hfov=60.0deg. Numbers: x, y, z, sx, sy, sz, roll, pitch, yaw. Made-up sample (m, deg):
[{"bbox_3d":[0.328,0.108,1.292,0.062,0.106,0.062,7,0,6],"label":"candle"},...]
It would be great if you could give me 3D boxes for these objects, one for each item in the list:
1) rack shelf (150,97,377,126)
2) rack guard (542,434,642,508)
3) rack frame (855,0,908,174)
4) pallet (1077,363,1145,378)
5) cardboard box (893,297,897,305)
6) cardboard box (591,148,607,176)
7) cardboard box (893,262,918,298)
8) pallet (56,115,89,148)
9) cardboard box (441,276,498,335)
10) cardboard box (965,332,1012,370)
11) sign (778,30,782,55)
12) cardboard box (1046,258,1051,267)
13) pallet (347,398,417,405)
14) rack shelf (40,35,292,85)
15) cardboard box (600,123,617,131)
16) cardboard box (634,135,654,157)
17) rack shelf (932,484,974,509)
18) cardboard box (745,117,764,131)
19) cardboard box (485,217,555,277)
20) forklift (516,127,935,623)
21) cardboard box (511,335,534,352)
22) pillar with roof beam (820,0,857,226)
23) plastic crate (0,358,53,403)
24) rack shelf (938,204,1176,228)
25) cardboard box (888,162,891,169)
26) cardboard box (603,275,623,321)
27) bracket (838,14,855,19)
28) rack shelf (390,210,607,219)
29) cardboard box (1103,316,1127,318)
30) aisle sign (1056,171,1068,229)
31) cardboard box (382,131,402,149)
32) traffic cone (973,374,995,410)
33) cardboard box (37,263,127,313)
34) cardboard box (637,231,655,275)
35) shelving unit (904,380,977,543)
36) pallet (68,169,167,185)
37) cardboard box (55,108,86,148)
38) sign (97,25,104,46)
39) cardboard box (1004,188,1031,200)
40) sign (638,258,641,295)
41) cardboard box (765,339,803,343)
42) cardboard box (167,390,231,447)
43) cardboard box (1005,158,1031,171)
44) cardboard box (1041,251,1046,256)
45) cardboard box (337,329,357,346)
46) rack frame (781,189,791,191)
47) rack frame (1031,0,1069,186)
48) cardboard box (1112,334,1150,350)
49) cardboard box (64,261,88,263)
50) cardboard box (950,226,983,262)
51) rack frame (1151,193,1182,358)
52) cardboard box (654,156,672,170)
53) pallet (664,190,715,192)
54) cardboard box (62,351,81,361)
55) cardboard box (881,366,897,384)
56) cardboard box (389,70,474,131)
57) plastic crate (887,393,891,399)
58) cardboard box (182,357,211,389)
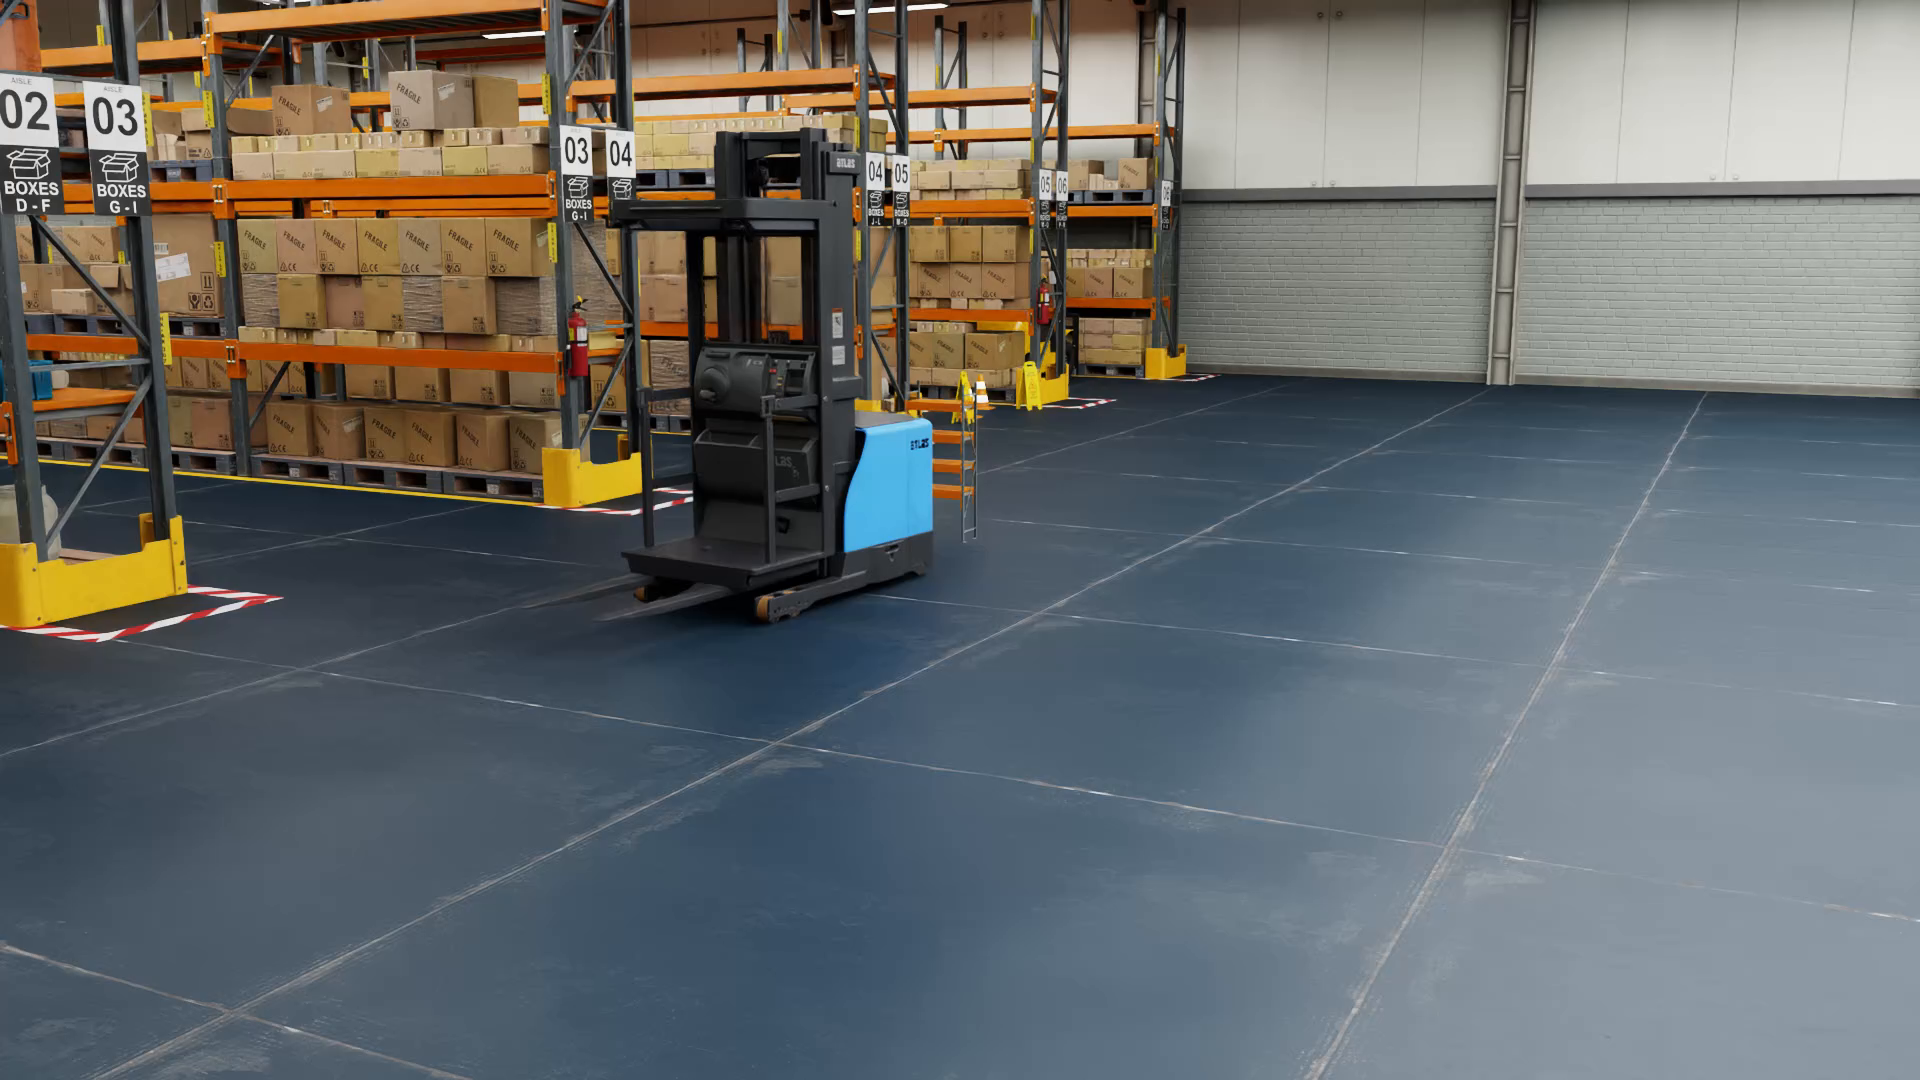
[{"bbox_3d":[-9.828,-5.824,22.784,4.000,0.370,1.077,5,11,26],"label":"rack shelf"},{"bbox_3d":[-3.214,-0.626,14.788,0.348,0.500,1.175,5,11,26],"label":"rack guard"},{"bbox_3d":[-0.861,-5.587,18.331,0.127,3.000,1.000,5,11,26],"label":"rack frame"},{"bbox_3d":[2.728,-2.908,28.203,1.213,0.211,1.003,5,11,26],"label":"pallet"},{"bbox_3d":[-0.826,-3.431,23.971,0.250,0.149,0.380,5,11,26],"label":"cardboard box"},{"bbox_3d":[-3.464,-3.332,14.716,0.500,0.250,0.500,5,12,28],"label":"cardboard box"},{"bbox_3d":[-0.710,-3.751,23.915,0.500,0.500,0.500,5,11,26],"label":"cardboard box"},{"bbox_3d":[-6.036,-2.523,10.358,1.213,0.211,1.003,5,11,26],"label":"pallet"},{"bbox_3d":[-4.128,-2.114,14.872,0.500,0.500,0.875,5,11,26],"label":"cardboard box"},{"bbox_3d":[0.405,-2.677,23.537,0.500,0.500,0.500,5,11,26],"label":"cardboard box"},{"bbox_3d":[-2.589,-7.149,23.895,0.005,0.325,0.100,5,11,26],"label":"sign"},{"bbox_3d":[1.652,-4.708,28.221,0.250,0.149,0.380,5,11,25],"label":"cardboard box"},{"bbox_3d":[-7.361,-1.819,22.187,1.213,0.211,1.003,5,11,26],"label":"pallet"},{"bbox_3d":[-8.527,-4.725,16.710,4.000,0.370,1.077,5,11,26],"label":"rack shelf"},{"bbox_3d":[-4.042,-4.848,19.676,0.250,0.149,0.380,5,11,25],"label":"cardboard box"},{"bbox_3d":[-3.680,-4.632,19.602,0.500,0.250,0.500,5,11,25],"label":"cardboard box"},{"bbox_3d":[-0.148,-0.342,12.743,0.480,0.148,0.258,5,11,26],"label":"rack shelf"},{"bbox_3d":[-2.222,-4.688,18.793,0.250,0.149,0.380,5,11,26],"label":"cardboard box"},{"bbox_3d":[-3.749,-2.542,14.429,0.500,0.500,0.500,5,11,26],"label":"cardboard box"},{"bbox_3d":[-1.403,-1.039,10.241,1.130,2.935,3.031,7,12,33],"label":"forklift"},{"bbox_3d":[-3.717,-1.736,14.606,0.250,0.149,0.380,5,11,26],"label":"cardboard box"},{"bbox_3d":[-4.079,-7.162,27.037,0.548,9.000,9.100,5,11,26],"label":"pillar with roof beam"},{"bbox_3d":[-5.919,-0.978,10.128,0.616,0.251,0.499,5,11,26],"label":"plastic crate"},{"bbox_3d":[1.638,-5.506,28.327,4.000,0.370,1.077,5,11,26],"label":"rack shelf"},{"bbox_3d":[-1.018,-5.322,23.759,0.250,0.149,0.380,5,11,25],"label":"cardboard box"},{"bbox_3d":[-4.112,-2.997,20.443,0.550,0.550,0.875,5,11,26],"label":"cardboard box"},{"bbox_3d":[-1.959,-9.532,30.021,0.430,0.232,0.235,5,11,26],"label":"bracket"},{"bbox_3d":[-7.729,-5.343,27.428,4.000,0.370,1.077,5,11,26],"label":"rack shelf"},{"bbox_3d":[2.635,-3.679,28.368,0.500,0.250,0.500,5,11,26],"label":"cardboard box"},{"bbox_3d":[1.432,-4.757,23.292,0.004,0.787,0.394,5,11,26],"label":"aisle sign"},{"bbox_3d":[-4.922,-3.554,14.822,0.250,0.149,0.380,4,11,23],"label":"cardboard box"},{"bbox_3d":[0.283,-2.013,22.552,0.334,0.463,0.336,5,11,26],"label":"traffic cone"},{"bbox_3d":[-9.273,-2.673,17.614,0.500,0.500,0.700,7,12,34],"label":"cardboard box"},{"bbox_3d":[-3.587,-3.496,20.169,0.550,0.550,0.875,5,11,26],"label":"cardboard box"},{"bbox_3d":[-0.148,-0.603,12.695,0.503,1.200,0.258,5,11,26],"label":"shelving unit"},{"bbox_3d":[-8.171,-3.696,16.835,1.003,0.211,1.213,5,11,26],"label":"pallet"},{"bbox_3d":[-9.105,-4.095,16.826,0.500,0.500,0.500,5,11,24],"label":"cardboard box"},{"bbox_3d":[-11.879,-6.946,22.994,0.005,0.325,0.100,5,11,26],"label":"sign"},{"bbox_3d":[0.795,-4.769,22.941,0.250,0.149,0.380,5,11,26],"label":"cardboard box"},{"bbox_3d":[-2.906,-2.363,14.934,0.005,0.325,0.100,5,11,26],"label":"sign"},{"bbox_3d":[-2.288,-1.908,19.635,0.875,0.875,0.875,5,11,25],"label":"cardboard box"},{"bbox_3d":[-7.694,-1.245,16.968,0.500,0.500,0.700,5,11,25],"label":"cardboard box"},{"bbox_3d":[0.805,-5.157,22.848,0.250,0.149,0.380,5,11,26],"label":"cardboard box"},{"bbox_3d":[1.421,-4.878,28.323,0.250,0.149,0.380,5,11,26],"label":"cardboard box"},{"bbox_3d":[-5.541,-1.883,15.414,0.250,0.149,0.380,5,11,26],"label":"cardboard box"},{"bbox_3d":[-2.348,-3.748,25.019,0.127,3.000,1.000,5,11,26],"label":"rack frame"},{"bbox_3d":[1.239,-6.385,22.743,0.127,3.000,1.000,5,11,26],"label":"rack frame"},{"bbox_3d":[2.857,-3.314,27.758,0.500,0.250,0.500,5,11,25],"label":"cardboard box"},{"bbox_3d":[-12.646,-3.810,24.243,0.500,0.500,0.500,5,11,24],"label":"cardboard box"},{"bbox_3d":[0.234,-4.167,23.409,0.500,0.500,0.700,5,11,26],"label":"cardboard box"},{"bbox_3d":[3.432,-4.226,27.659,0.127,3.000,1.000,5,11,26],"label":"rack frame"},{"bbox_3d":[-3.358,-4.395,19.416,0.250,0.149,0.380,5,11,25],"label":"cardboard box"},{"bbox_3d":[-3.786,-5.279,25.580,1.003,0.211,1.213,5,11,26],"label":"pallet"},{"bbox_3d":[-13.011,-2.735,24.575,0.250,0.149,0.380,4,11,23],"label":"cardboard box"},{"bbox_3d":[-0.978,-2.431,24.280,0.500,0.250,0.500,5,11,25],"label":"cardboard box"},{"bbox_3d":[-4.648,-3.850,14.637,0.500,0.500,0.500,5,11,26],"label":"cardboard box"},{"bbox_3d":[-1.303,-2.057,23.872,0.583,0.080,0.402,1,10,6],"label":"plastic crate"},{"bbox_3d":[-10.602,-2.415,23.490,0.500,0.500,0.500,6,12,28],"label":"cardboard box"}]
